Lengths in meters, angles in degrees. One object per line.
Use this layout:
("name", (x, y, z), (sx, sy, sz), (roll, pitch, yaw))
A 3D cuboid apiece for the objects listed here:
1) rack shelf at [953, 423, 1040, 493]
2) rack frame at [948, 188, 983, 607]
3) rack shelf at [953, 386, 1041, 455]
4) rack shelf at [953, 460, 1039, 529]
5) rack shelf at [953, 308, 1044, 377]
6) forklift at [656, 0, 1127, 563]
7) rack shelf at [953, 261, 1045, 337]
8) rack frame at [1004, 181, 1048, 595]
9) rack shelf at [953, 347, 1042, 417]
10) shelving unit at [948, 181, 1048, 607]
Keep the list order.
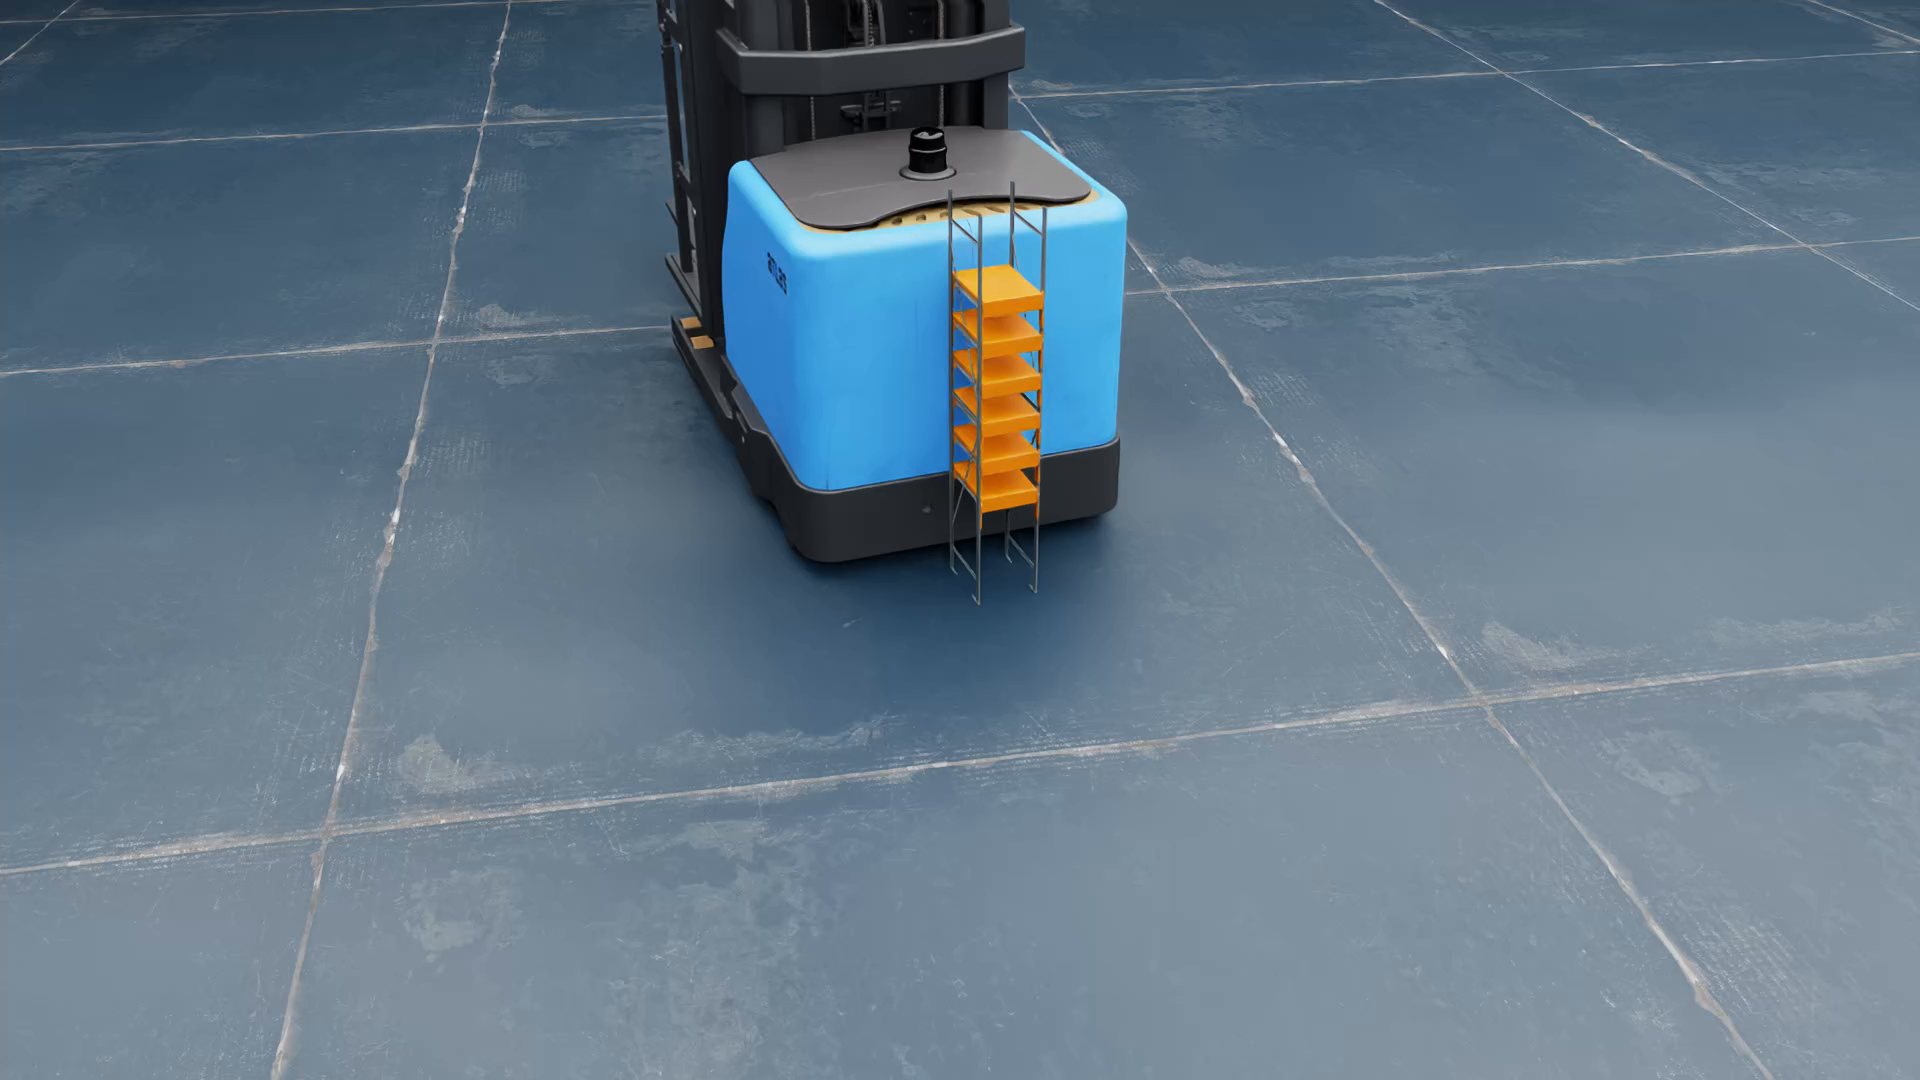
("rack shelf", (0.099, -0.253, 4.820), (0.180, 0.103, 0.258), (-11, 32, -18))
("rack frame", (0.014, -0.378, 4.708), (0.006, 1.200, 0.240), (-11, 32, -18))
("rack shelf", (0.099, -0.356, 4.759), (0.180, 0.103, 0.258), (-11, 32, -18))
("rack shelf", (0.099, -0.149, 4.881), (0.180, 0.103, 0.258), (-11, 32, -18))
("rack shelf", (0.099, -0.563, 4.638), (0.180, 0.103, 0.258), (-11, 32, -18))
("forklift", (-0.473, -1.930, 5.640), (1.130, 2.935, 3.031), (-10, 32, -17))
("rack shelf", (0.099, -0.666, 4.577), (0.180, 0.103, 0.258), (-11, 32, -18))
("rack frame", (0.184, -0.411, 4.765), (0.006, 1.200, 0.240), (-11, 32, -18))
("rack shelf", (0.099, -0.459, 4.699), (0.180, 0.103, 0.258), (-11, 32, -18))
("shelving unit", (0.099, -0.394, 4.737), (0.189, 1.200, 0.258), (-11, 32, -18))
